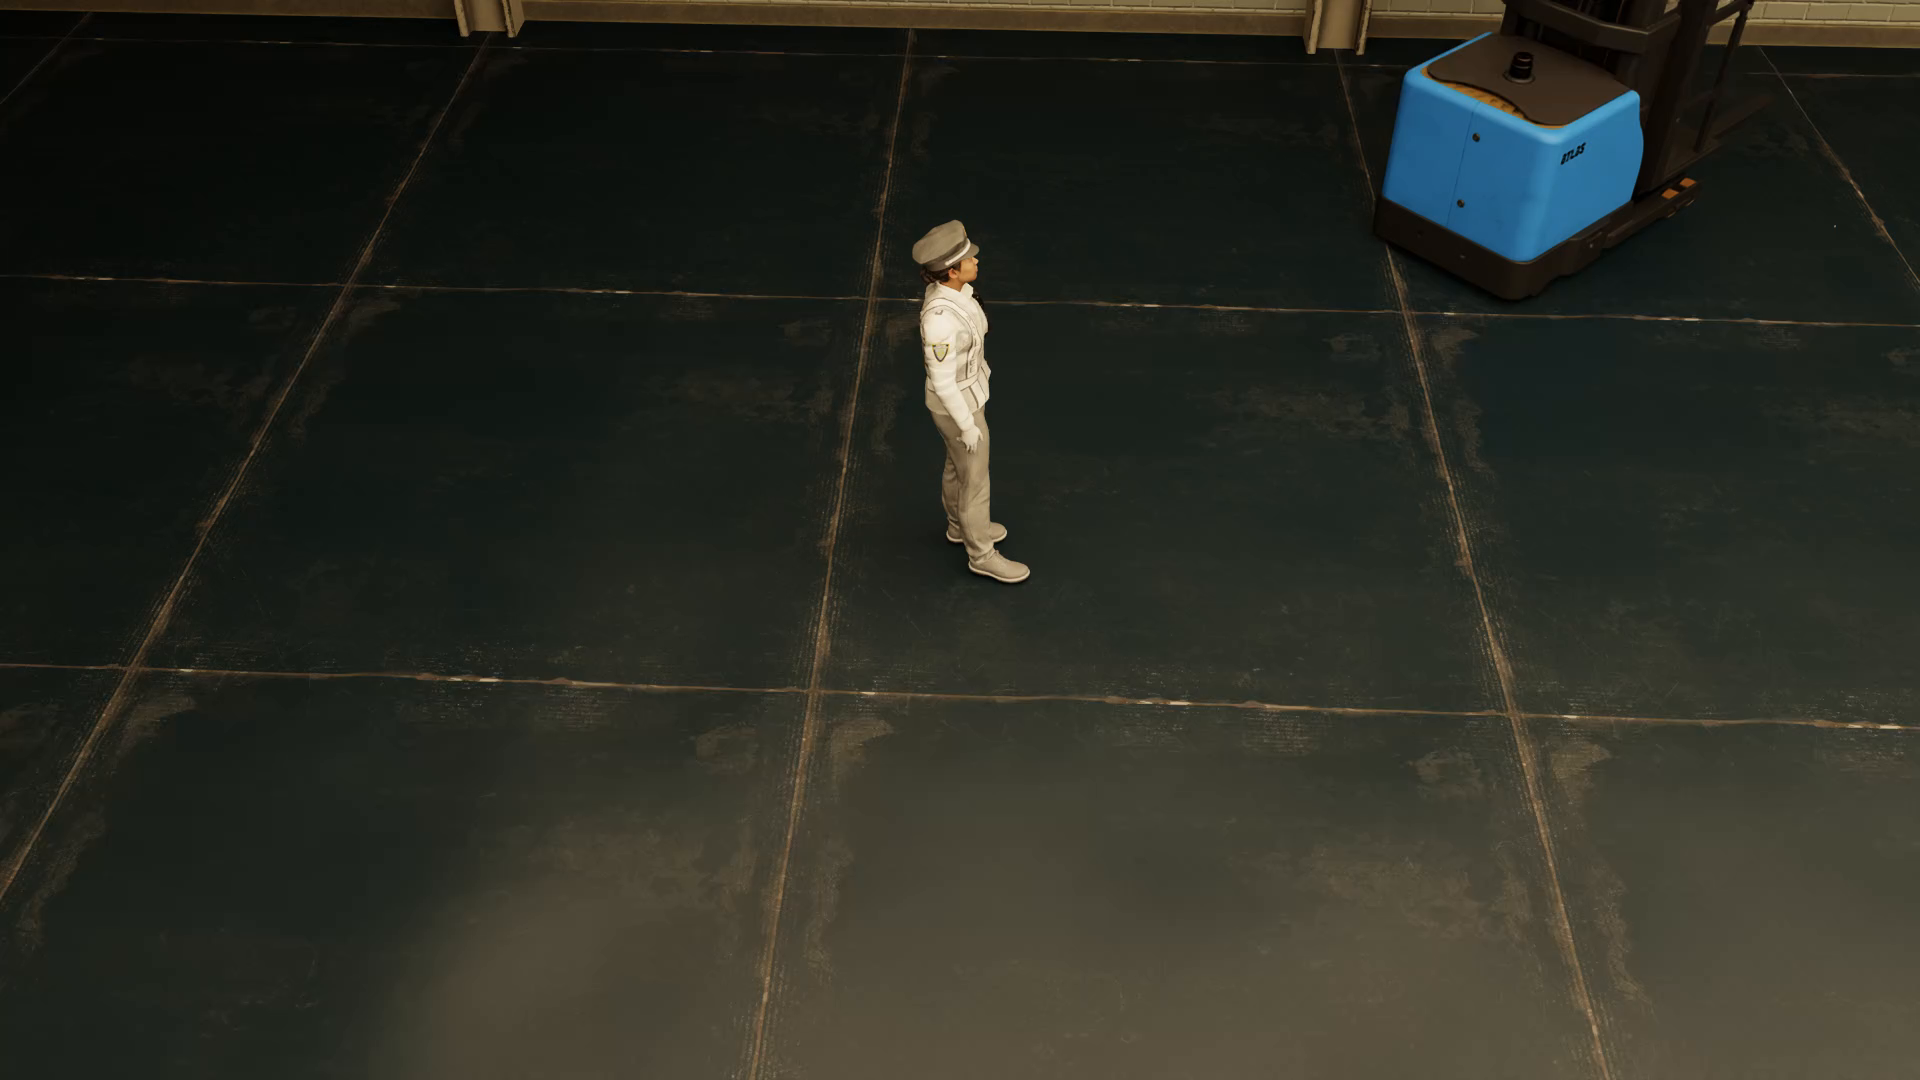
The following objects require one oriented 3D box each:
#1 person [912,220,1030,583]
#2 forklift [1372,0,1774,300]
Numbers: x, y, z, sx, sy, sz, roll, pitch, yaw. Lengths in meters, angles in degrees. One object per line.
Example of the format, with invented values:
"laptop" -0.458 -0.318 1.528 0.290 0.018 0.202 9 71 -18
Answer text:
"person" 0.067 -0.625 7.333 0.533 1.696 0.588 2 42 2
"forklift" 3.881 -3.274 9.328 3.031 2.935 1.130 -30 50 -29
